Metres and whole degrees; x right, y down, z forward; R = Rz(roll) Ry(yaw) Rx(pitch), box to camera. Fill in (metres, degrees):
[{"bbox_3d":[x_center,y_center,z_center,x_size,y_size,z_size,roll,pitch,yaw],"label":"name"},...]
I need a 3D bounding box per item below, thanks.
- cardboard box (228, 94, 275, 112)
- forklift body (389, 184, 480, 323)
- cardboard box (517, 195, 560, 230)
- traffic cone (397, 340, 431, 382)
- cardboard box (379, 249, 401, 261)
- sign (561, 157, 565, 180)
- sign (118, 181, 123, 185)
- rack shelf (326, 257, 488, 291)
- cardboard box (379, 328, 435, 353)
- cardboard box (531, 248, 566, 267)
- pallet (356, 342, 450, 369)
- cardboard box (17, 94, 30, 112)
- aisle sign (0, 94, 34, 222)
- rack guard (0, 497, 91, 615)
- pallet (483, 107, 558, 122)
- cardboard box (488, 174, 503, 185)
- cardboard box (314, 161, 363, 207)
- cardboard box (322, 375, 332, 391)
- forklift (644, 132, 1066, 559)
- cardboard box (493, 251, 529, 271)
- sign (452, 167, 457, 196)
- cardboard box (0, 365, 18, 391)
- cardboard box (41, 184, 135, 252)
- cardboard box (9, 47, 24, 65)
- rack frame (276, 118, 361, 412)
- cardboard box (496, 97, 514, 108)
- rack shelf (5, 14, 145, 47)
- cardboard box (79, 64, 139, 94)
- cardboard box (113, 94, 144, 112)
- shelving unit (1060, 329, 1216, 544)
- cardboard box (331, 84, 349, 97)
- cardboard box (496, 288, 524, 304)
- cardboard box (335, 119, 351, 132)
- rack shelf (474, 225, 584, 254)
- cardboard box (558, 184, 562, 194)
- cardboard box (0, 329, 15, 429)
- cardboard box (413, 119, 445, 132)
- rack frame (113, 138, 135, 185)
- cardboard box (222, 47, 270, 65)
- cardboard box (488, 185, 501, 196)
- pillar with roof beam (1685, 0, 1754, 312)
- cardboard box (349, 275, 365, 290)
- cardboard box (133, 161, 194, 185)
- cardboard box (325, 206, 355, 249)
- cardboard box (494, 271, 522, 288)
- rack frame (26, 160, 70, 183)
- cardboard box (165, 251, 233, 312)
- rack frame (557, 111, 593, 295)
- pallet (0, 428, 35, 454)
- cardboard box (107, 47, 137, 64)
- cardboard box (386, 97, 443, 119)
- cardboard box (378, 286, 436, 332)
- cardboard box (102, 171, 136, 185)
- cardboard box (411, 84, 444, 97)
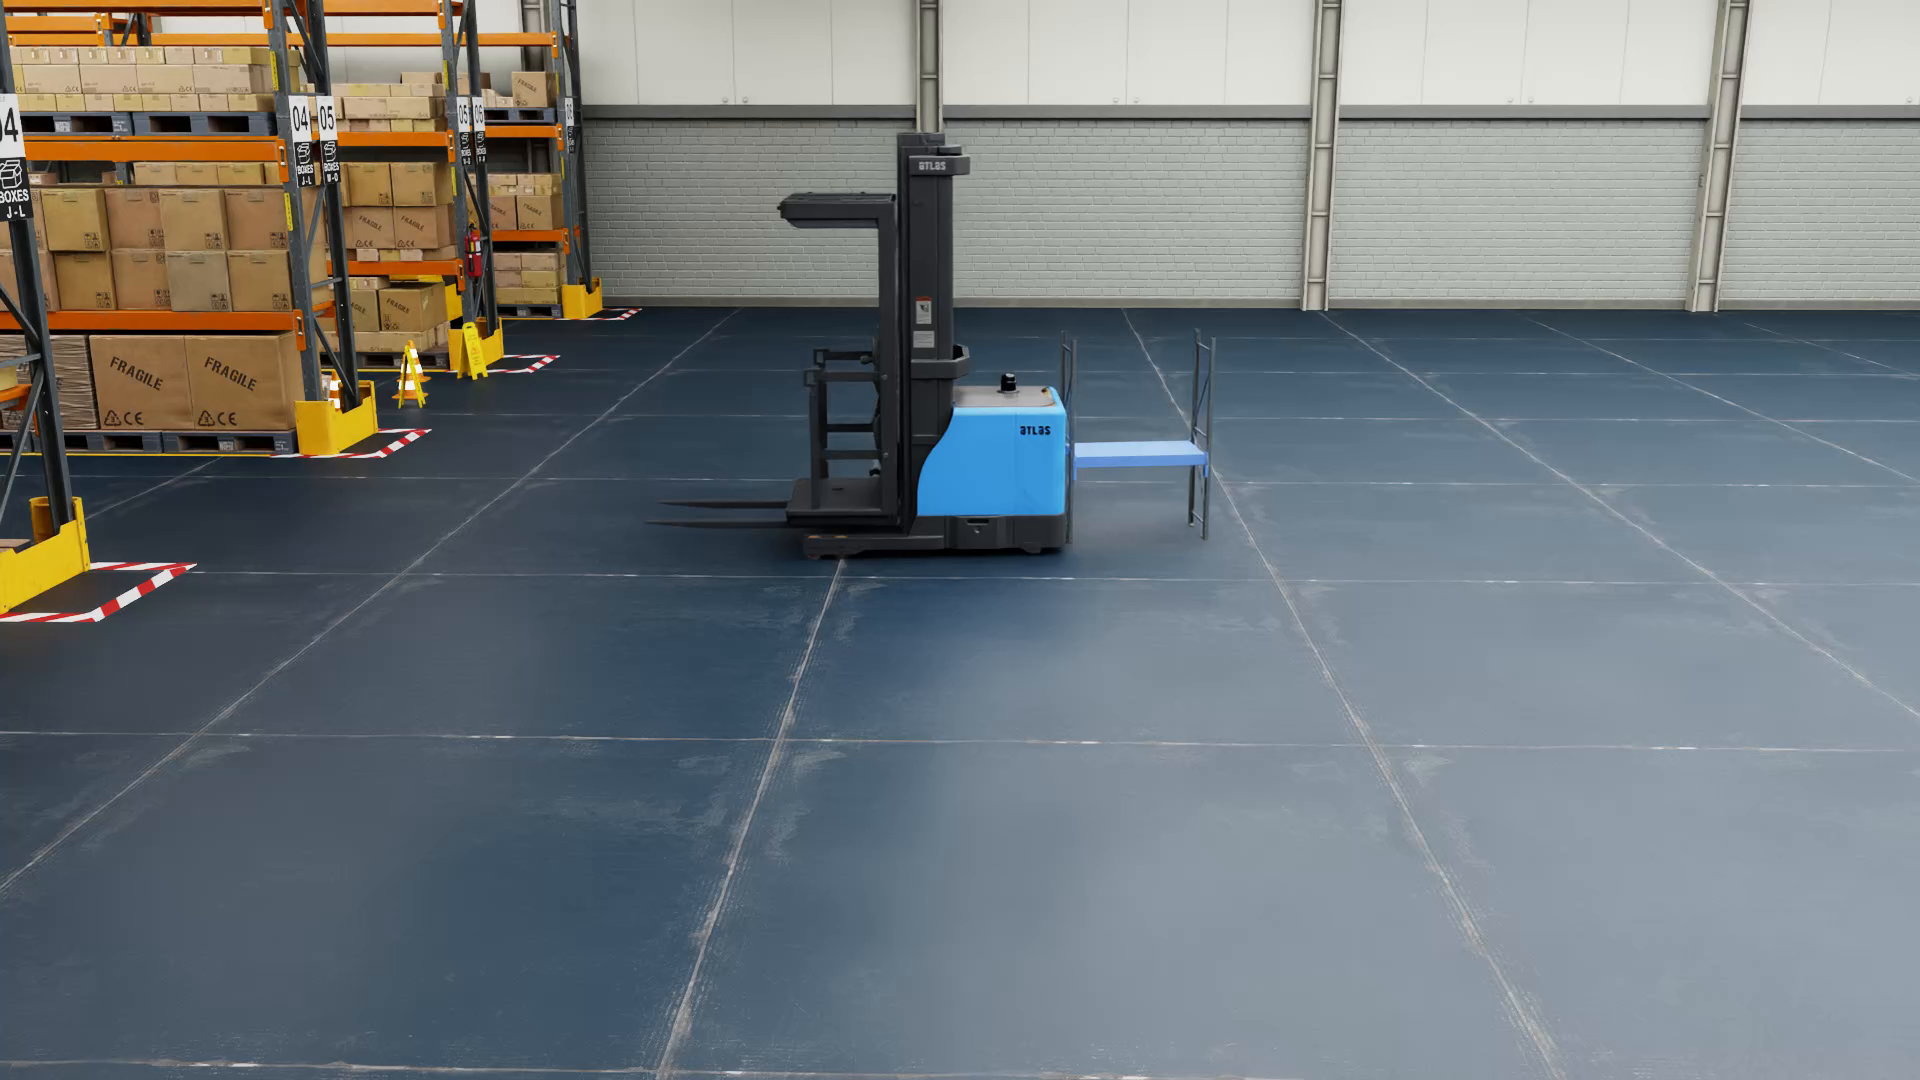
[{"bbox_3d":[-6.277,-3.874,14.739,0.250,0.149,0.380,0,15,1],"label":"cardboard box"},{"bbox_3d":[-7.730,-4.044,23.452,1.214,2.155,2.313,0,15,1],"label":"forklift body"},{"bbox_3d":[-6.286,-4.892,24.806,0.500,0.500,0.500,0,15,0],"label":"cardboard box"},{"bbox_3d":[-6.373,-2.089,19.349,0.334,0.463,0.336,0,15,1],"label":"traffic cone"},{"bbox_3d":[-6.802,-3.448,20.023,0.250,0.149,0.380,0,15,0],"label":"cardboard box"},{"bbox_3d":[-5.815,-5.443,24.358,0.005,0.325,0.100,0,15,1],"label":"sign"},{"bbox_3d":[-9.920,-4.086,19.677,0.005,0.325,0.100,0,15,1],"label":"sign"},{"bbox_3d":[-7.910,-3.307,20.403,4.000,0.370,1.077,0,15,1],"label":"rack shelf"},{"bbox_3d":[-6.749,-2.452,20.320,0.500,0.250,0.500,0,15,1],"label":"cardboard box"},{"bbox_3d":[-6.263,-4.316,25.425,0.500,0.250,0.500,0,15,1],"label":"cardboard box"},{"bbox_3d":[-6.798,-2.308,20.674,1.213,0.211,1.003,0,15,1],"label":"pallet"},{"bbox_3d":[-8.306,-3.888,14.790,0.250,0.149,0.380,0,15,1],"label":"cardboard box"},{"bbox_3d":[-6.094,-2.447,10.640,0.004,0.787,0.394,0,15,1],"label":"aisle sign"},{"bbox_3d":[-6.240,0.094,11.004,0.348,0.500,1.175,0,15,1],"label":"rack guard"},{"bbox_3d":[-6.494,-6.326,24.731,1.213,0.211,1.003,0,15,1],"label":"pallet"},{"bbox_3d":[-6.907,-5.371,24.766,0.250,0.149,0.380,0,15,2],"label":"cardboard box"},{"bbox_3d":[-7.445,-4.247,19.818,0.500,0.500,0.700,0,15,1],"label":"cardboard box"},{"bbox_3d":[-7.272,-1.756,18.706,0.250,0.149,0.380,9,17,30],"label":"cardboard box"},{"bbox_3d":[-0.763,-1.419,11.974,3.031,2.935,1.130,0,15,-1],"label":"forklift"},{"bbox_3d":[-6.766,-4.190,24.947,0.500,0.250,0.500,1,15,2],"label":"cardboard box"},{"bbox_3d":[-5.945,-4.213,19.538,0.005,0.325,0.100,0,15,1],"label":"sign"},{"bbox_3d":[-6.442,-1.055,10.953,0.250,0.149,0.380,0,15,1],"label":"cardboard box"},{"bbox_3d":[-7.947,-2.974,15.322,0.500,0.550,0.875,0,15,1],"label":"cardboard box"},{"bbox_3d":[-8.307,-4.273,14.687,0.250,0.149,0.380,0,15,1],"label":"cardboard box"},{"bbox_3d":[-5.936,-2.378,15.475,0.127,3.000,1.000,0,15,1],"label":"rack frame"},{"bbox_3d":[-6.623,-6.416,24.370,0.250,0.149,0.380,0,15,0],"label":"cardboard box"},{"bbox_3d":[-11.908,-6.040,19.788,4.000,0.370,1.077,0,15,1],"label":"rack shelf"},{"bbox_3d":[-7.434,-4.090,14.776,0.500,0.250,0.500,0,15,1],"label":"cardboard box"},{"bbox_3d":[-7.295,-3.881,14.764,0.250,0.149,0.380,0,15,1],"label":"cardboard box"},{"bbox_3d":[1.296,-0.777,12.345,1.048,1.500,0.538,-2,15,-6],"label":"shelving unit"},{"bbox_3d":[-7.265,-5.309,19.634,0.250,0.149,0.380,0,15,1],"label":"cardboard box"},{"bbox_3d":[-6.762,-3.709,25.085,0.500,0.250,0.500,0,15,1],"label":"cardboard box"},{"bbox_3d":[-7.290,-4.913,19.695,0.250,0.149,0.380,0,15,1],"label":"cardboard box"},{"bbox_3d":[-7.787,-4.572,25.201,4.000,0.370,1.077,0,15,1],"label":"rack shelf"},{"bbox_3d":[-6.120,-5.338,25.224,0.250,0.149,0.380,0,15,0],"label":"cardboard box"},{"bbox_3d":[-9.308,-1.558,15.708,0.875,0.875,0.875,1,15,2],"label":"cardboard box"},{"bbox_3d":[-6.274,-4.901,19.650,0.250,0.149,0.380,0,15,2],"label":"cardboard box"},{"bbox_3d":[-9.909,-3.667,20.361,0.127,3.000,1.000,0,15,1],"label":"rack frame"},{"bbox_3d":[-6.281,-4.260,14.637,0.250,0.149,0.380,1,15,2],"label":"cardboard box"},{"bbox_3d":[-6.903,-5.216,24.763,0.250,0.149,0.380,0,15,1],"label":"cardboard box"},{"bbox_3d":[11.424,-6.827,20.577,0.400,9.000,9.100,0,15,1],"label":"pillar with roof beam"},{"bbox_3d":[-7.338,-3.118,20.102,0.250,0.149,0.380,1,15,2],"label":"cardboard box"},{"bbox_3d":[-9.475,-4.285,19.962,0.500,0.500,0.700,0,15,1],"label":"cardboard box"},{"bbox_3d":[-7.461,-3.775,19.991,0.500,0.500,0.500,0,15,1],"label":"cardboard box"},{"bbox_3d":[-6.783,-3.952,25.026,0.500,0.250,0.500,0,15,1],"label":"cardboard box"},{"bbox_3d":[-13.785,-4.959,25.258,0.127,3.000,1.000,0,15,1],"label":"rack frame"},{"bbox_3d":[-6.858,-2.440,15.414,0.550,0.550,0.875,0,15,1],"label":"cardboard box"},{"bbox_3d":[-5.787,-4.907,25.060,0.127,3.000,1.000,0,15,1],"label":"rack frame"},{"bbox_3d":[-9.176,-1.031,15.835,1.213,0.211,1.003,0,15,1],"label":"pallet"},{"bbox_3d":[-7.296,-4.267,14.663,0.250,0.149,0.380,0,15,2],"label":"cardboard box"},{"bbox_3d":[-6.429,-5.098,19.613,0.500,0.250,0.500,0,15,1],"label":"cardboard box"},{"bbox_3d":[-6.718,-2.816,20.231,0.500,0.500,0.500,0,15,2],"label":"cardboard box"},{"bbox_3d":[-10.370,-4.470,20.527,0.250,0.149,0.380,0,15,1],"label":"cardboard box"},{"bbox_3d":[-6.256,-5.283,19.533,0.250,0.149,0.380,1,15,2],"label":"cardboard box"}]
